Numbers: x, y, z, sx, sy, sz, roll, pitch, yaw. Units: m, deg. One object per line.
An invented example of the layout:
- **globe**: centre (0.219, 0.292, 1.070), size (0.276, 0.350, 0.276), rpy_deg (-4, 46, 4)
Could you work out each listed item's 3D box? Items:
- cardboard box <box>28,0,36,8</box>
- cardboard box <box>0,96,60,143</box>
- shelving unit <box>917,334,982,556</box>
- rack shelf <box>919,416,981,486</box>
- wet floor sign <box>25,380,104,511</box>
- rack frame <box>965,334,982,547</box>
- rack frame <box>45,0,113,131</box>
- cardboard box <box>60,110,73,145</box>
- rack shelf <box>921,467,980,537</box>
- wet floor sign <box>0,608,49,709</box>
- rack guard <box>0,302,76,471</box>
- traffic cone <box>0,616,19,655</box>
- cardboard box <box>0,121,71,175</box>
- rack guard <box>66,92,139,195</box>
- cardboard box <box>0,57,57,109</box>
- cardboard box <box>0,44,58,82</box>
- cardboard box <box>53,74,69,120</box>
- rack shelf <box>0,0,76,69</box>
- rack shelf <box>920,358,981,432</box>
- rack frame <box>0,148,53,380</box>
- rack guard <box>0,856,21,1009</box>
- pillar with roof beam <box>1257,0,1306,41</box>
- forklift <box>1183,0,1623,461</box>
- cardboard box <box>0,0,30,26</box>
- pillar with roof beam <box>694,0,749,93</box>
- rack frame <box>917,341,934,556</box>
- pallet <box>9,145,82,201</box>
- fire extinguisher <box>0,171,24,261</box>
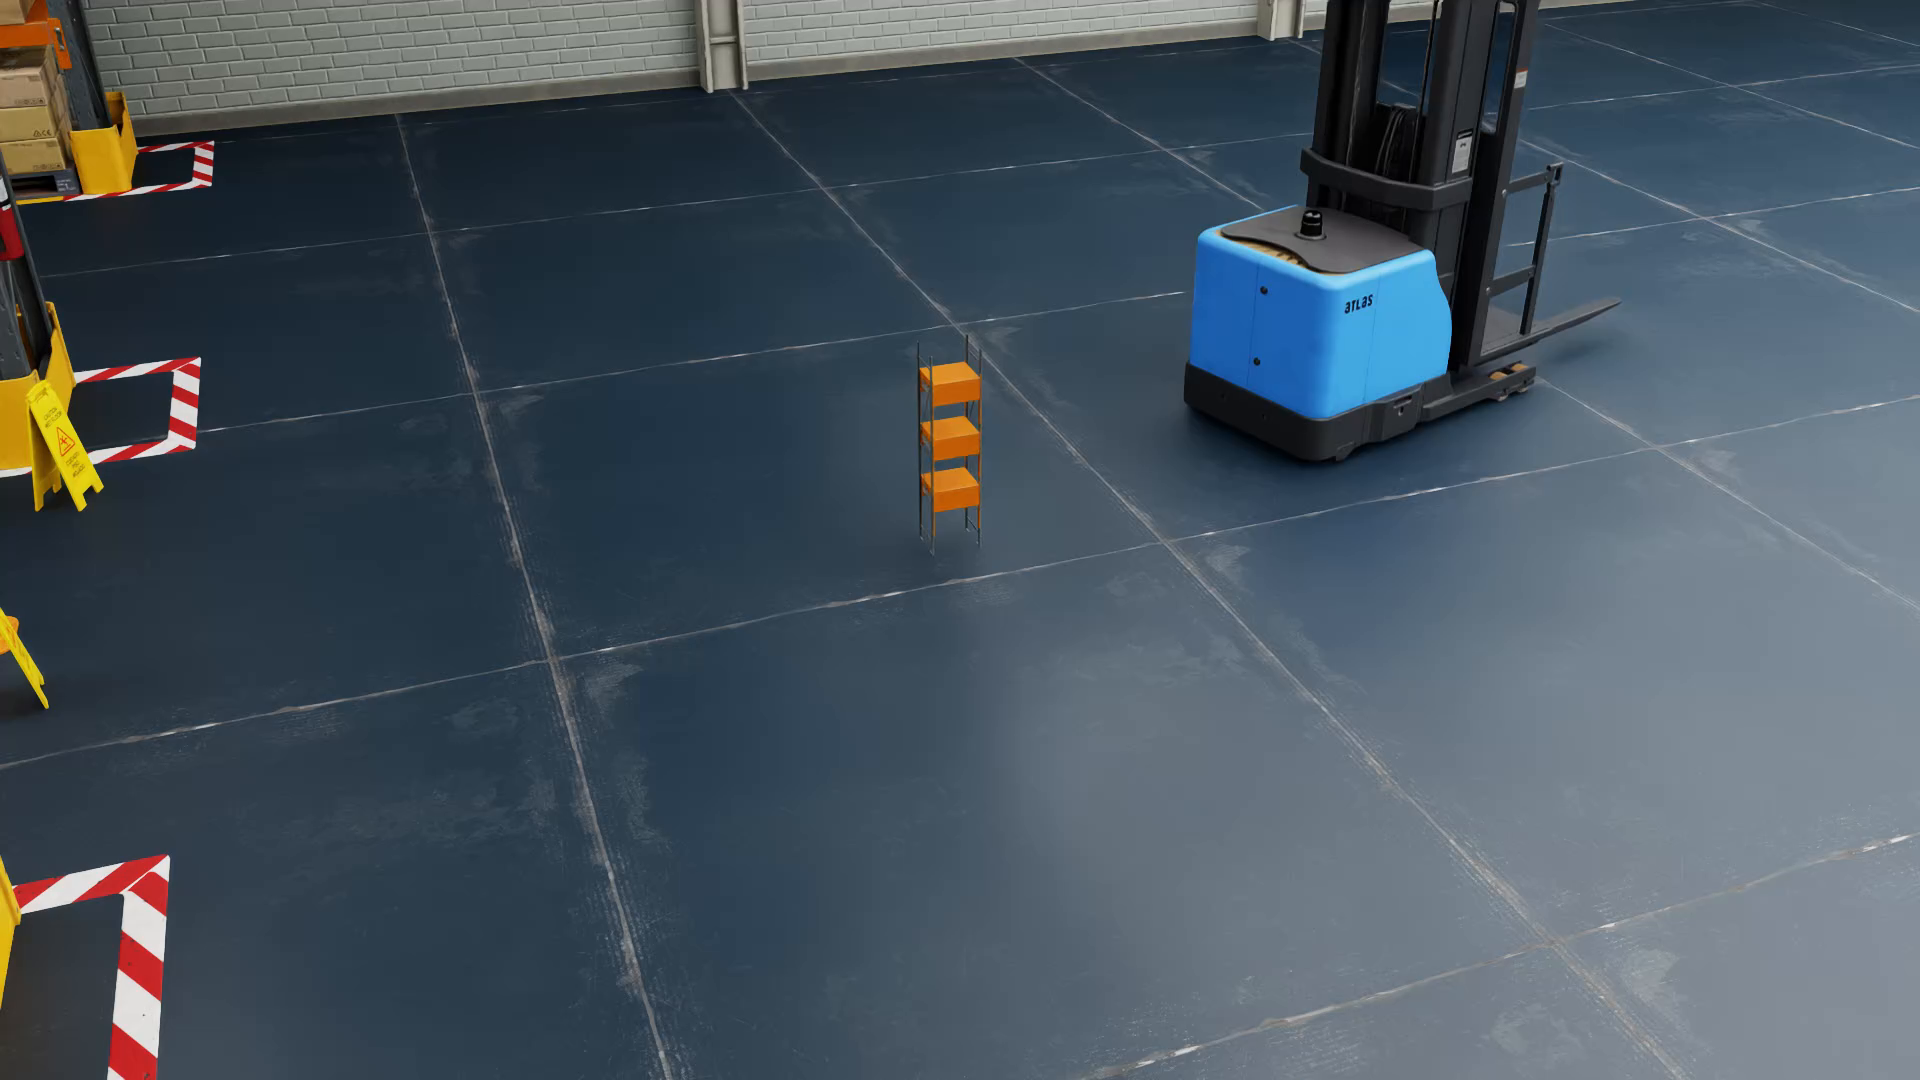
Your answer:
- **cardboard box**: centre (-7.459, -4.367, 12.783), size (0.500, 0.500, 0.500), rpy_deg (-9, 31, -16)
- **cardboard box**: centre (-7.245, -3.256, 12.783), size (0.500, 0.250, 0.500), rpy_deg (-11, 31, -18)
- **shelving unit**: centre (-0.050, -0.447, 7.974), size (0.252, 1.050, 0.215), rpy_deg (-10, 31, -18)
- **rack shelf**: centre (-0.050, -0.438, 7.979), size (0.240, 0.259, 0.215), rpy_deg (-10, 31, -18)
- **wet floor sign**: centre (-4.613, -0.491, 8.460), size (0.232, 0.644, 0.267), rpy_deg (0, 30, 0)
- **rack frame**: centre (0.064, -0.468, 8.011), size (0.008, 1.050, 0.200), rpy_deg (-10, 31, -18)
- **rack frame**: centre (-6.898, -4.280, 12.732), size (0.127, 3.000, 1.000), rpy_deg (-10, 31, -18)
- **cardboard box**: centre (-7.427, -3.274, 13.319), size (0.500, 0.250, 0.500), rpy_deg (-10, 31, -17)
- **rack shelf**: centre (-0.050, -0.196, 8.117), size (0.240, 0.259, 0.215), rpy_deg (-10, 31, -18)
- **wet floor sign**: centre (-4.007, 0.401, 6.895), size (0.232, 0.644, 0.267), rpy_deg (-16, 33, -26)
- **rack guard**: centre (-5.235, -0.878, 9.287), size (0.348, 0.500, 1.175), rpy_deg (-10, 31, -18)
- **traffic cone**: centre (-4.411, 0.254, 7.337), size (0.334, 0.463, 0.336), rpy_deg (-10, 31, -18)
- **cardboard box**: centre (-7.229, -3.040, 12.909), size (0.500, 0.250, 0.500), rpy_deg (-10, 31, -17)
- **rack guard**: centre (-6.876, -3.198, 13.358), size (0.348, 0.500, 1.175), rpy_deg (-10, 31, -18)
- **cardboard box**: centre (-7.221, -3.478, 12.668), size (0.500, 0.250, 0.500), rpy_deg (-9, 31, -16)
- **cardboard box**: centre (-7.415, -3.707, 13.070), size (0.500, 0.250, 0.500), rpy_deg (-11, 31, -18)
- **cardboard box**: centre (-7.411, -3.500, 13.212), size (0.500, 0.250, 0.500), rpy_deg (-10, 31, -17)
- **rack shelf**: centre (-8.773, -3.622, 12.304), size (4.000, 0.370, 1.077), rpy_deg (-10, 31, -18)
- **rack shelf**: centre (-0.050, -0.684, 7.839), size (0.240, 0.259, 0.215), rpy_deg (-10, 31, -18)
- **rack frame**: centre (-5.164, -1.978, 8.691), size (0.127, 3.000, 1.000), rpy_deg (-10, 31, -18)
- **rack guard**: centre (-3.321, 1.383, 5.317), size (0.348, 0.500, 1.175), rpy_deg (-10, 31, -18)
- **pillar with roof beam**: centre (4.883, -7.259, 11.900), size (0.400, 9.000, 9.100), rpy_deg (-10, 31, -18)
- **forklift**: centre (2.758, -2.269, 9.272), size (3.031, 2.935, 1.130), rpy_deg (-21, 36, -32)
- **cardboard box**: centre (-7.268, -4.117, 12.344), size (0.500, 0.500, 0.500), rpy_deg (-11, 32, -19)
- **pillar with roof beam**: centre (-0.741, -6.223, 10.082), size (0.400, 9.000, 9.100), rpy_deg (-10, 31, -18)
- **rack frame**: centre (-0.164, -0.426, 7.937), size (0.008, 1.050, 0.200), rpy_deg (-10, 31, -18)
- **pallet**: centre (-7.600, -2.917, 13.157), size (1.213, 0.211, 1.003), rpy_deg (-10, 31, -18)
- **fire extinguisher**: centre (-4.896, -1.750, 8.370), size (0.183, 0.674, 0.296), rpy_deg (-10, 31, -18)
